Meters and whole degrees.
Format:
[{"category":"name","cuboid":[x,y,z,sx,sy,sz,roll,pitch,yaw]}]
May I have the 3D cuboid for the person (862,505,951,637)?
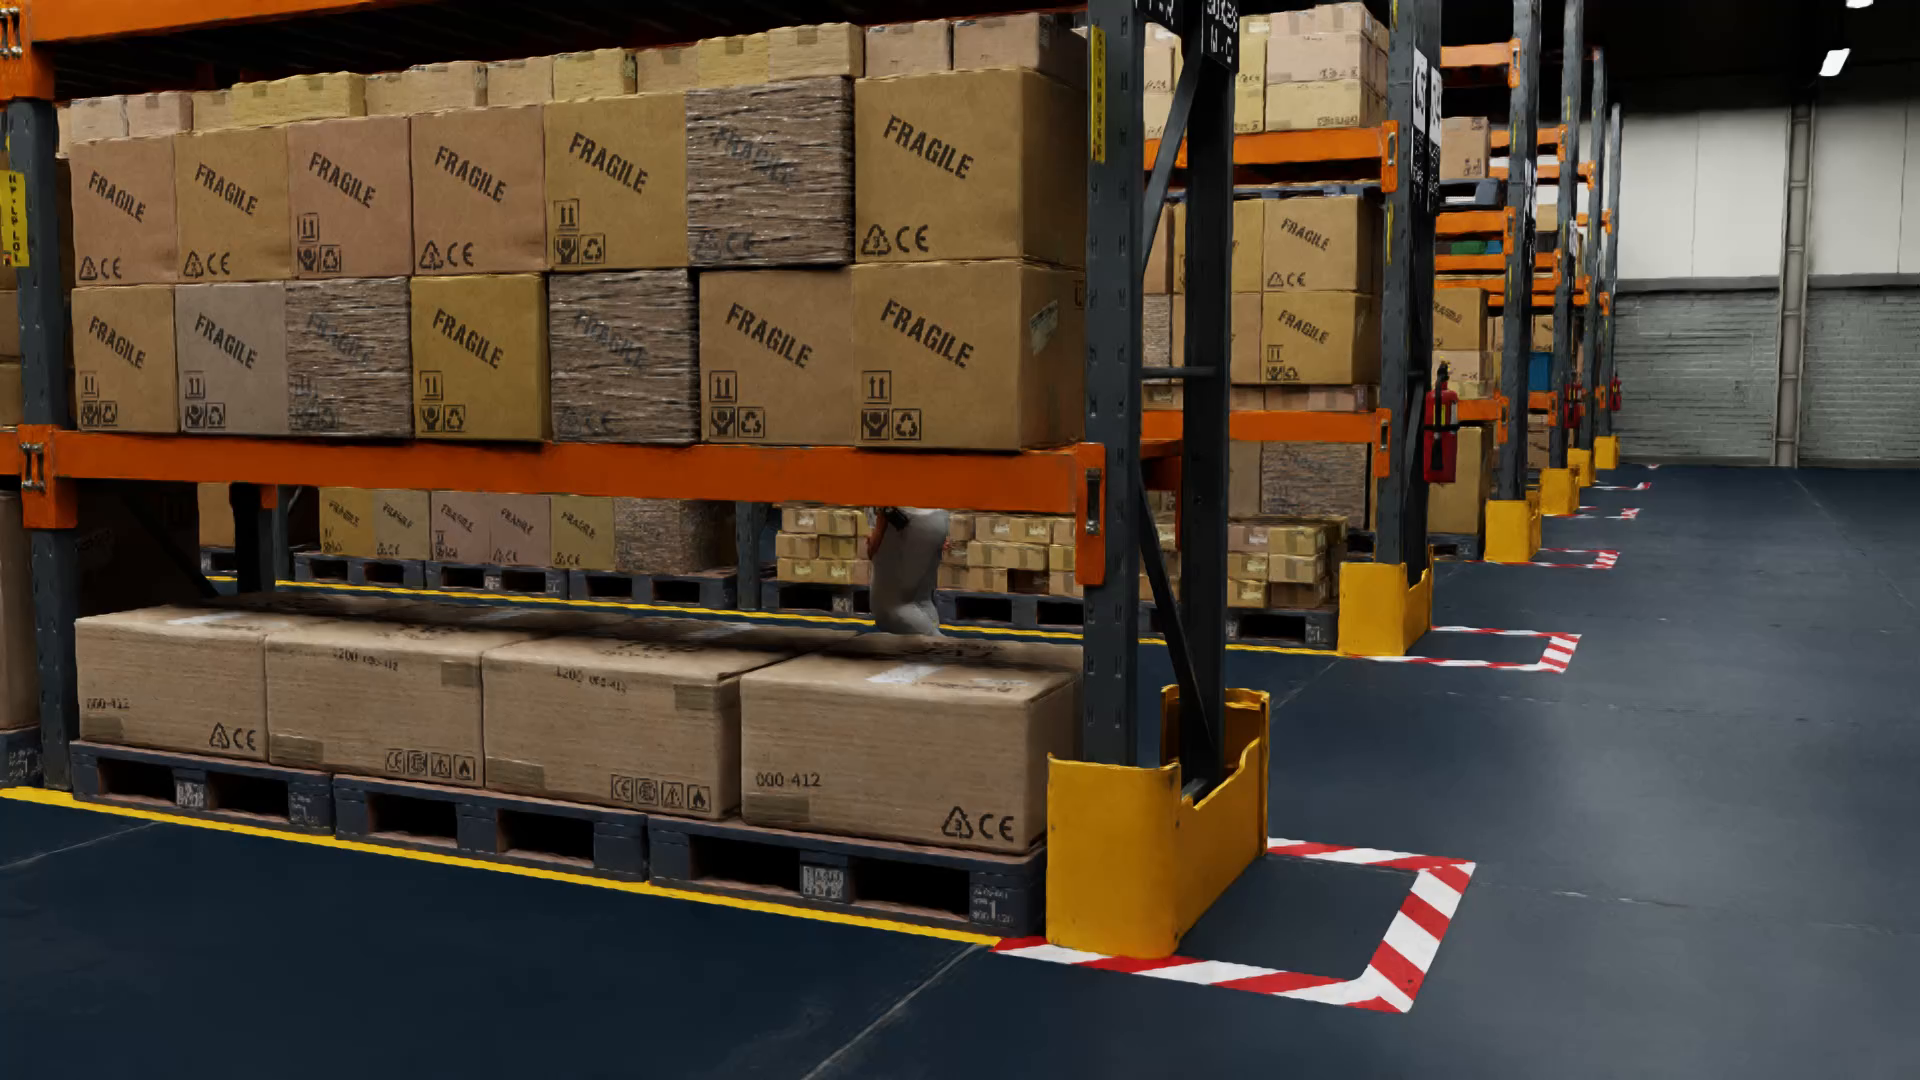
[{"category":"person","cuboid":[-0.250,-0.049,7.392,0.682,1.641,0.485,0,6,4]}]
